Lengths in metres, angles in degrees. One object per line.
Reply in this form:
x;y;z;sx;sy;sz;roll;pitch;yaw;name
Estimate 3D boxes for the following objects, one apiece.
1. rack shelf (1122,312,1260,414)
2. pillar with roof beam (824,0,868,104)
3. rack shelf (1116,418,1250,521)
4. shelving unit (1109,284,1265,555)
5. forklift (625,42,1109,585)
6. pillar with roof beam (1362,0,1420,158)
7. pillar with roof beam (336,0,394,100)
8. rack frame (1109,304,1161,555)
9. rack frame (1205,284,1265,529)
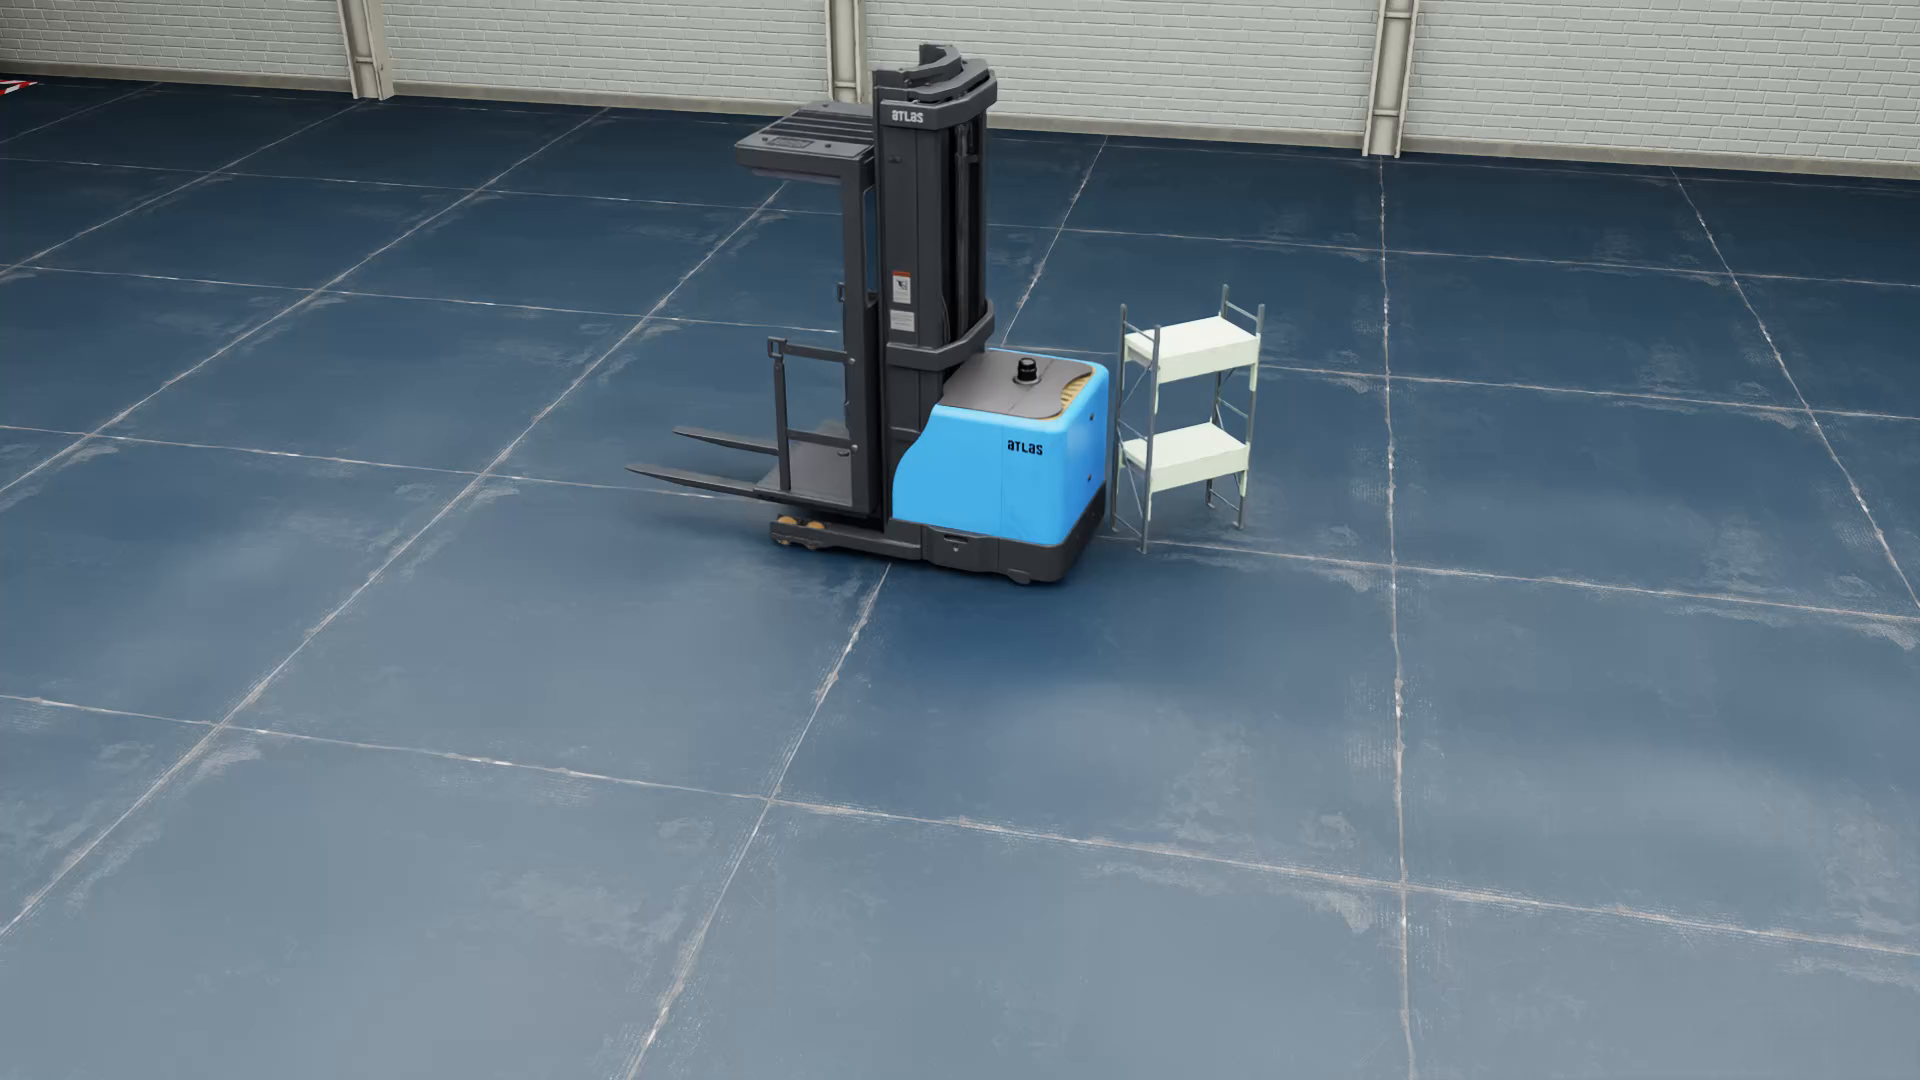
1.374;-1.073;9.994;0.720;0.370;0.431;-14;32;-24;rack shelf
-2.183;-6.744;13.361;0.400;9.000;9.100;6;29;11;pillar with roof beam
1.372;-0.446;10.341;0.720;0.370;0.431;-14;32;-24;rack shelf
1.373;-0.731;10.183;0.755;1.500;0.431;-14;32;-24;shelving unit
-0.647;-1.454;10.015;3.031;2.935;1.130;10;30;18;forklift
3.685;-6.143;12.262;0.400;9.000;9.100;6;29;11;pillar with roof beam
-8.050;-7.346;14.460;0.400;9.000;9.100;6;29;11;pillar with roof beam
1.047;-0.651;10.036;0.023;1.500;0.400;-14;32;-24;rack frame
1.698;-0.812;10.330;0.023;1.500;0.400;-14;32;-24;rack frame
